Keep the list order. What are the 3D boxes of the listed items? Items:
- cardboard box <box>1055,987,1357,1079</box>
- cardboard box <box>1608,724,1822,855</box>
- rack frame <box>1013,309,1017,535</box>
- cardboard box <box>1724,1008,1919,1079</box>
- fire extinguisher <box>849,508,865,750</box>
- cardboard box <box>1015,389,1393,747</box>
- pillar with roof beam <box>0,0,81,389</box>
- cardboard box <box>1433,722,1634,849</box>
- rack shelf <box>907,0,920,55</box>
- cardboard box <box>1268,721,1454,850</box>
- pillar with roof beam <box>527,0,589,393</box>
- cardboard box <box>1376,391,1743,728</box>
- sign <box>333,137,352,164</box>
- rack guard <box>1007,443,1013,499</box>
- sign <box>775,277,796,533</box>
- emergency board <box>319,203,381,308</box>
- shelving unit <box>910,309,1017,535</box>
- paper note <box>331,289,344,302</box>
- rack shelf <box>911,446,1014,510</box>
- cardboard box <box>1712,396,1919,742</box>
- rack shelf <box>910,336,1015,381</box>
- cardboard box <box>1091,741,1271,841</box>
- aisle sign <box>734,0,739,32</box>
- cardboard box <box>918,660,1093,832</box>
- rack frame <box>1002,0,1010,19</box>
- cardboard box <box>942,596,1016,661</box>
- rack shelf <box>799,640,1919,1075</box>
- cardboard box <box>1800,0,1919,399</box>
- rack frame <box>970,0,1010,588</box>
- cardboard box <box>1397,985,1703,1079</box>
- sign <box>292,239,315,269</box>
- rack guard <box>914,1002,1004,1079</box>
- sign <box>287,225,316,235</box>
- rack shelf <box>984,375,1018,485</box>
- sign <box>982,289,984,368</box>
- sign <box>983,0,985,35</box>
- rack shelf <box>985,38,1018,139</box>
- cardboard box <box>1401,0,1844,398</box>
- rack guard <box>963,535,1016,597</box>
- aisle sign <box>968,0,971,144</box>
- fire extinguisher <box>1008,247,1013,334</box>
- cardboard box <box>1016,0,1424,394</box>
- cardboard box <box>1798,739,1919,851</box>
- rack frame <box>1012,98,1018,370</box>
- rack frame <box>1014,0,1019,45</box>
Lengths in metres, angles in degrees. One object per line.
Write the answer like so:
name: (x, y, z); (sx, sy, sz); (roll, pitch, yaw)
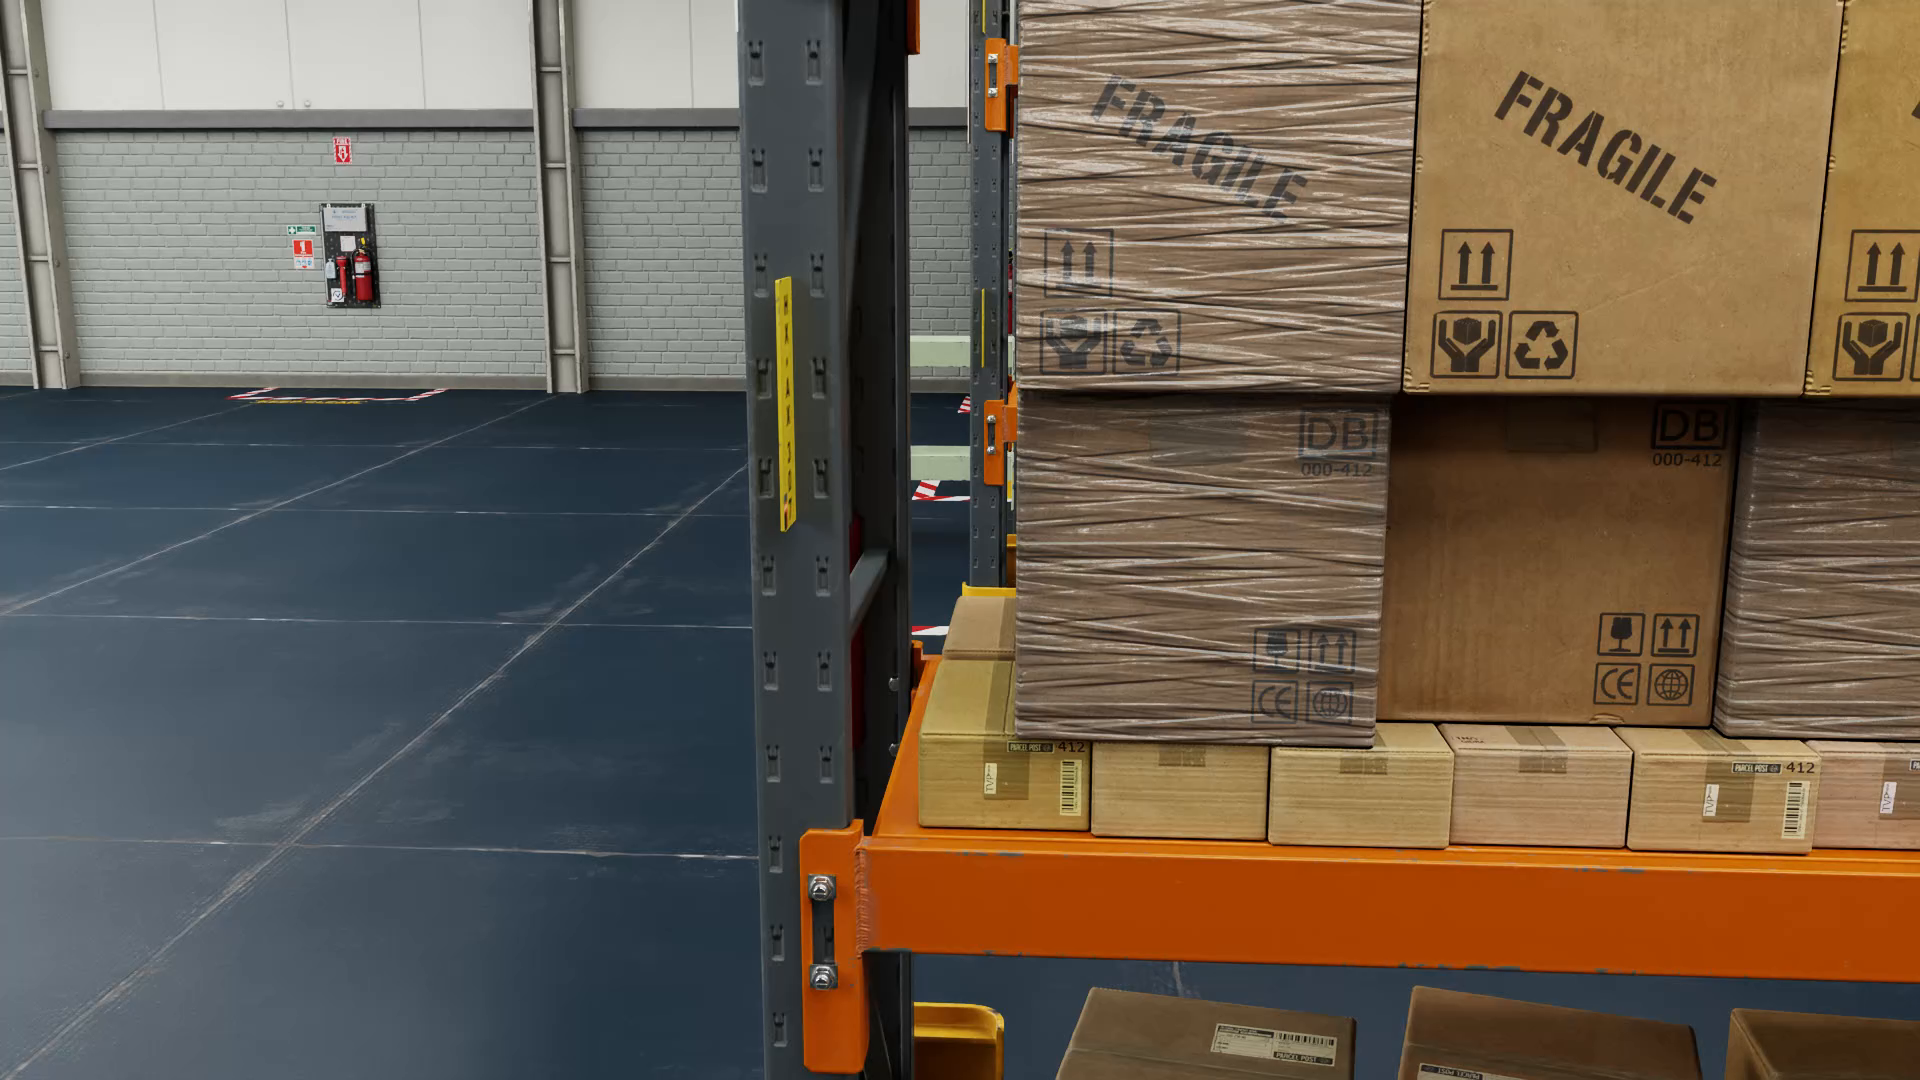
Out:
cardboard box: (0.430, 1.164, 2.956); (0.500, 0.500, 0.500); (3, 12, 14)
cardboard box: (1.073, 0.328, 2.489); (0.250, 0.149, 0.380); (1, 12, 4)
rack frame: (0.359, -0.729, 10.591); (0.023, 1.500, 0.400); (1, 12, 4)
cardboard box: (1.653, 1.178, 2.891); (0.500, 0.500, 0.500); (2, 12, 9)
fire extinguisher: (-0.275, 0.076, 3.265); (0.183, 0.674, 0.296); (1, 12, 4)
cardboard box: (0.355, -0.047, 2.697); (0.500, 0.500, 0.875); (1, 12, 4)
pillar with roof beam: (-10.703, -5.290, 14.078); (0.400, 9.000, 9.100); (1, 12, 4)
cardboard box: (0.824, 0.323, 2.512); (0.250, 0.149, 0.380); (1, 12, 4)
rack shelf: (1.804, -0.954, 2.436); (4.000, 0.370, 1.077); (1, 12, 4)
cardboard box: (0.574, 0.324, 2.508); (0.250, 0.149, 0.380); (1, 12, 4)
pillar with roof beam: (-4.717, -5.208, 13.686); (0.400, 9.000, 9.100); (1, 12, 4)
cardboard box: (0.862, -0.065, 2.781); (0.500, 0.500, 0.875); (1, 12, 4)
sign: (-6.893, -4.347, 18.564); (0.199, 0.298, 0.001); (1, 12, 4)
rack guard: (0.450, -0.666, 12.732); (0.348, 0.500, 1.175); (1, 12, 4)
sign: (-0.228, -0.179, 2.181); (0.005, 0.325, 0.100); (1, 12, 4)
emergency board: (-6.892, -3.192, 18.703); (0.643, 1.169, 0.194); (1, 12, 4)
shelving unit: (-0.007, -0.734, 10.615); (0.755, 1.500, 0.431); (1, 12, 4)
paper note: (-7.064, -2.778, 18.872); (0.142, 0.148, 0.016); (1, 12, 4)
rack shelf: (-0.007, -0.415, 10.682); (0.720, 0.370, 0.431); (1, 12, 4)
cardboard box: (1.358, -0.049, 2.706); (0.500, 0.500, 0.875); (1, 12, 4)
rack shelf: (-0.007, -1.116, 10.535); (0.720, 0.370, 0.431); (1, 12, 4)
cardboard box: (0.325, 0.317, 2.539); (0.250, 0.149, 0.380); (1, 12, 4)
aisle sign: (-0.273, -1.078, 2.245); (0.004, 0.787, 0.394); (1, 12, 4)
cardboard box: (0.077, 0.310, 2.574); (0.250, 0.149, 0.380); (1, 12, 4)
rack frame: (0.140, -3.814, 7.023); (0.127, 3.000, 1.000); (1, 12, 4)
cardboard box: (0.107, 0.219, 3.009); (0.250, 0.149, 0.380); (1, 12, 4)
rack shelf: (1.804, 0.514, 2.743); (4.000, 0.370, 1.077); (1, 12, 4)
cardboard box: (1.336, -0.472, 2.284); (0.500, 0.500, 0.500); (1, 12, 4)
rack frame: (0.140, -0.878, 7.637); (0.127, 3.000, 1.000); (1, 12, 4)
cardboard box: (1.029, 1.165, 2.950); (0.500, 0.500, 0.500); (4, 12, 19)
sign: (-7.437, -3.238, 18.836); (0.234, 0.329, 0.001); (1, 12, 4)
rack guard: (-0.116, 1.359, 3.051); (0.348, 0.500, 1.175); (1, 12, 4)
sign: (-7.433, -3.496, 18.773); (0.331, 0.109, 0.001); (1, 12, 4)
rack shelf: (2.135, -0.498, 7.580); (4.000, 0.370, 1.077); (1, 12, 4)
sign: (0.098, -0.901, 7.072); (0.005, 0.325, 0.100); (1, 12, 4)
sign: (0.098, -2.238, 6.792); (0.005, 0.325, 0.100); (1, 12, 4)
rack shelf: (2.135, -1.966, 7.273); (4.000, 0.370, 1.077); (1, 12, 4)
cardboard box: (0.838, -0.478, 2.315); (0.500, 0.500, 0.500); (1, 12, 4)
rack guard: (0.218, 0.337, 7.934); (0.348, 0.500, 1.175); (1, 12, 4)
aisle sign: (0.048, -2.091, 7.090); (0.004, 0.787, 0.394); (1, 12, 4)
fire extinguisher: (0.387, -1.948, 12.944); (0.183, 0.674, 0.296); (1, 12, 4)
cardboard box: (0.339, -0.486, 2.355); (0.500, 0.500, 0.500); (1, 12, 4)
cardboard box: (1.325, 0.326, 2.499); (0.250, 0.149, 0.380); (1, 12, 4)
rack frame: (0.474, -1.889, 12.475); (0.127, 3.000, 1.000); (1, 12, 4)
rack frame: (0.474, -4.826, 11.860); (0.127, 3.000, 1.000); (1, 12, 4)
